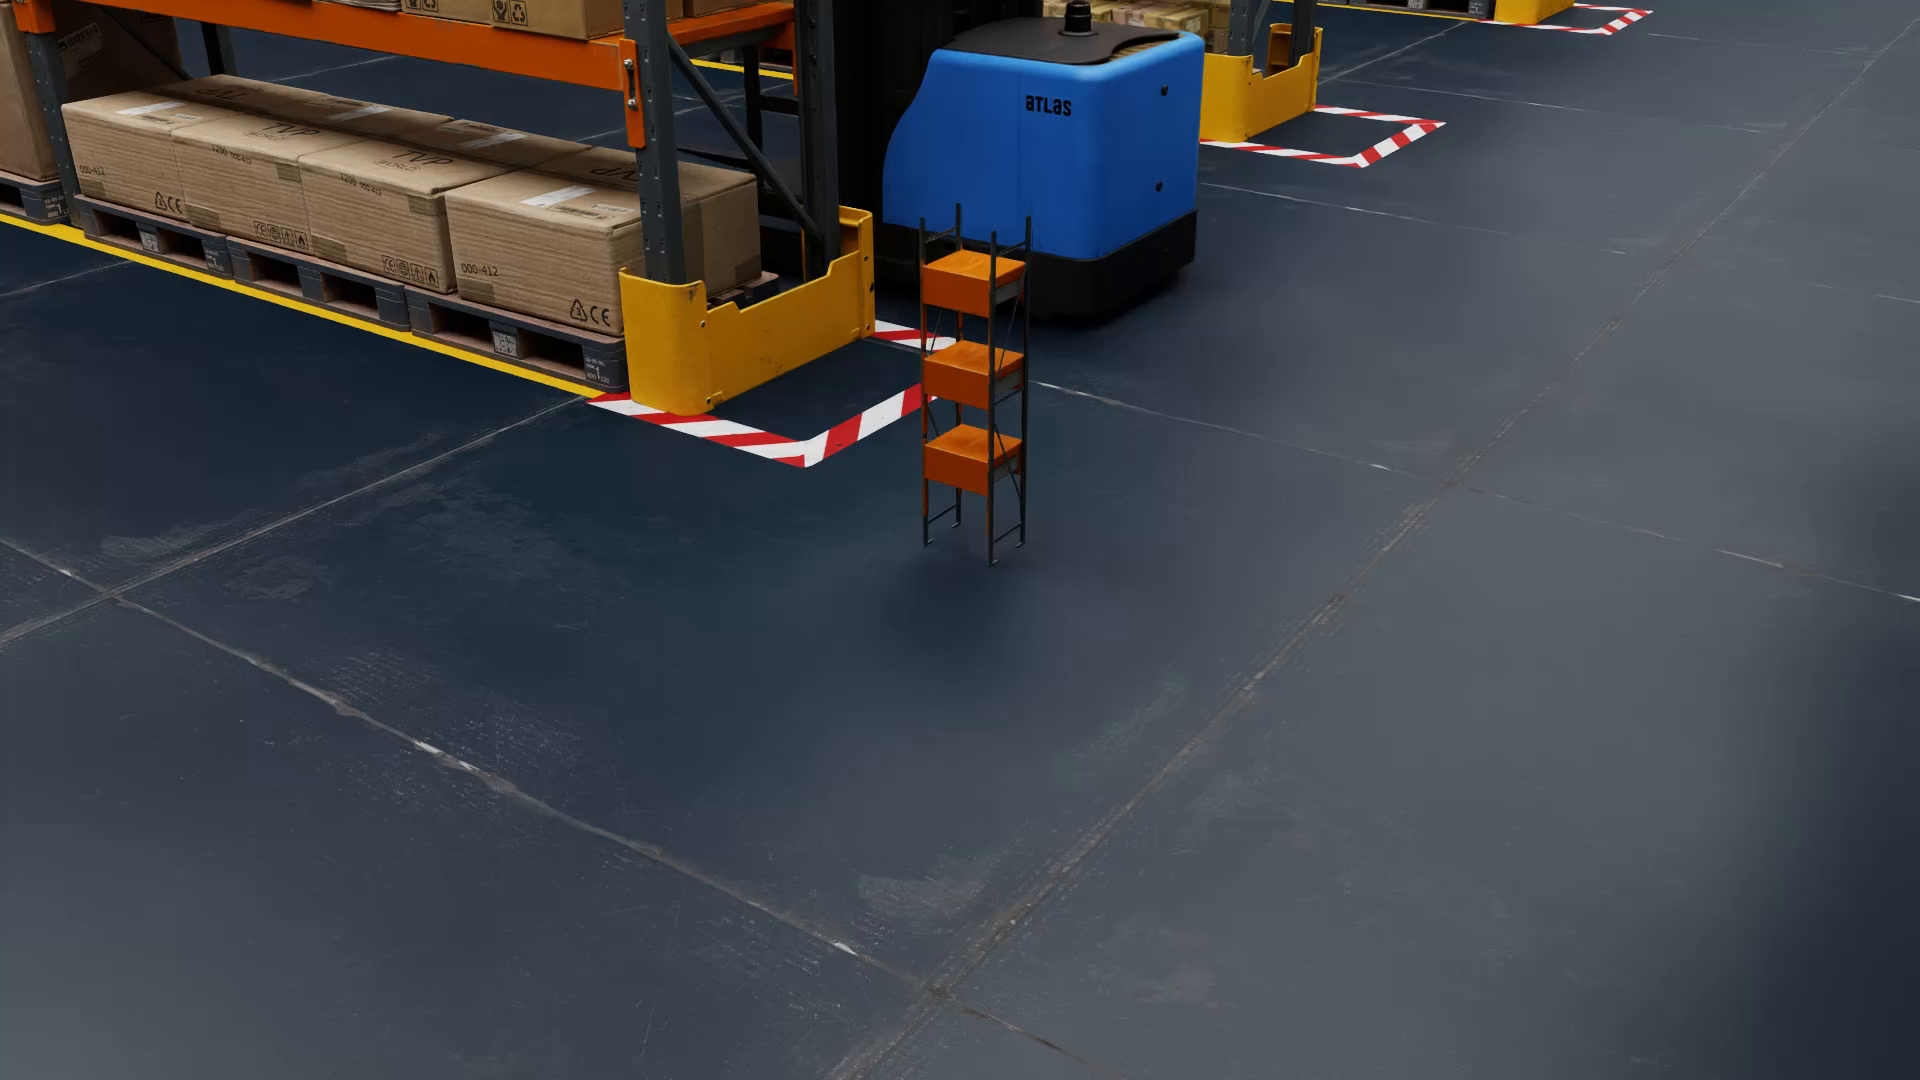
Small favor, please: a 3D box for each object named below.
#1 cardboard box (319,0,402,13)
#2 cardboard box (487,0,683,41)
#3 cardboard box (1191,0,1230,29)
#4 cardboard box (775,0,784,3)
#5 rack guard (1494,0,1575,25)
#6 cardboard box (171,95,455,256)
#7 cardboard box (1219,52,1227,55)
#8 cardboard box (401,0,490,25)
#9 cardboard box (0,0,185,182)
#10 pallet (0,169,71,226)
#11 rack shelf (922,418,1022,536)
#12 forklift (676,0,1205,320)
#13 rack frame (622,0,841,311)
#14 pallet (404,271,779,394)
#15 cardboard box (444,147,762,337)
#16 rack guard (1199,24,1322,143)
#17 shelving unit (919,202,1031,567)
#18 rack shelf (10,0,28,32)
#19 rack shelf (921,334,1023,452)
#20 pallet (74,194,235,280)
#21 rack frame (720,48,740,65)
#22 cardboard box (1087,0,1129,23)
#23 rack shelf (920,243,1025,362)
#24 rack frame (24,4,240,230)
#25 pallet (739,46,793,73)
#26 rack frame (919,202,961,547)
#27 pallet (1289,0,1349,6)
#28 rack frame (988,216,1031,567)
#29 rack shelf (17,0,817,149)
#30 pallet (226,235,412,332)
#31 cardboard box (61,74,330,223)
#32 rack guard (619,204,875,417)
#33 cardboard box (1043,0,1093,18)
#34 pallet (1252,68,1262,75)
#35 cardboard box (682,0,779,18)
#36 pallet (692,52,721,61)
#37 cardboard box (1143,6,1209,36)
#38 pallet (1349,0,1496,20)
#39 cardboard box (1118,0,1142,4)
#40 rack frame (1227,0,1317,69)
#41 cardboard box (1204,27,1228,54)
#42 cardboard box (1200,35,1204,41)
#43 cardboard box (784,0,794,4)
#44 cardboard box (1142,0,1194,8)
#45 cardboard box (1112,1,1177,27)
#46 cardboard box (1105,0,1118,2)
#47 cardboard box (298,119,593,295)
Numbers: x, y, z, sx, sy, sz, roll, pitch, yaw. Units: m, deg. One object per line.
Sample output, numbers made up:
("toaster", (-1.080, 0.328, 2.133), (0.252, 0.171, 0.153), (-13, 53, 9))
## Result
("cardboard box", (-2.203, -2.383, 6.515), (0.500, 0.500, 0.500), (18, 32, 32))
("cardboard box", (-1.368, -2.120, 5.998), (0.500, 0.500, 0.500), (18, 32, 31))
("cardboard box", (1.659, -3.370, 10.589), (0.250, 0.149, 0.380), (16, 31, 28))
("cardboard box", (-1.281, -3.790, 11.743), (0.250, 0.149, 0.380), (19, 33, 33))
("rack guard", (4.810, -4.635, 13.807), (0.348, 0.500, 1.175), (17, 32, 30))
("cardboard box", (-2.923, -1.692, 7.629), (0.875, 0.438, 0.875), (16, 31, 29))
("cardboard box", (1.648, -3.098, 10.710), (0.250, 0.149, 0.380), (18, 32, 31))
("cardboard box", (-1.773, -2.254, 6.262), (0.500, 0.500, 0.500), (17, 31, 29))
("cardboard box", (-4.674, -2.447, 8.631), (0.875, 0.875, 0.875), (18, 32, 32))
("pallet", (-4.797, -2.005, 8.956), (1.213, 0.211, 1.003), (17, 32, 30))
("rack shelf", (0.044, -0.197, 5.116), (0.240, 0.259, 0.215), (17, 32, 30))
("forklift", (-0.436, -2.732, 7.386), (3.031, 2.935, 1.130), (17, 31, 29))
("rack frame", (-0.821, -2.050, 5.972), (0.127, 3.000, 1.000), (17, 32, 30))
("pallet", (-1.524, -0.984, 6.950), (1.213, 0.211, 1.003), (17, 32, 30))
("cardboard box", (-1.421, -1.228, 6.717), (0.875, 0.438, 0.875), (16, 31, 29))
("rack guard", (1.836, -2.832, 10.264), (0.348, 0.500, 1.175), (17, 32, 30))
("shelving unit", (0.044, -0.454, 4.985), (0.252, 1.050, 0.215), (17, 32, 30))
("rack shelf", (-5.766, -3.270, 9.162), (4.000, 0.370, 1.077), (17, 32, 30))
("rack shelf", (0.044, -0.445, 4.990), (0.240, 0.259, 0.215), (17, 32, 30))
("pallet", (-3.535, -1.610, 8.181), (1.213, 0.211, 1.003), (17, 32, 30))
("rack frame", (-1.399, -4.954, 11.677), (0.127, 3.000, 1.000), (17, 32, 30))
("cardboard box", (0.859, -3.255, 10.363), (0.250, 0.149, 0.380), (17, 31, 29))
("rack shelf", (0.044, -0.698, 4.861), (0.240, 0.259, 0.215), (17, 32, 30))
("rack frame", (-4.118, -3.077, 7.990), (0.127, 3.000, 1.000), (17, 32, 30))
("pallet", (-0.825, -3.552, 11.997), (1.213, 0.211, 1.003), (17, 32, 30))
("rack frame", (-0.056, -0.485, 5.046), (0.008, 1.050, 0.200), (17, 32, 30))
("pallet", (3.085, -5.002, 14.846), (1.213, 0.211, 1.003), (17, 32, 30))
("rack frame", (0.145, -0.423, 4.923), (0.008, 1.050, 0.200), (17, 32, 30))
("rack shelf", (-2.469, -2.243, 7.144), (4.000, 0.370, 1.077), (17, 32, 30))
("pallet", (-2.526, -1.297, 7.566), (1.213, 0.211, 1.003), (17, 32, 30))
("cardboard box", (-3.661, -1.921, 8.080), (0.875, 0.438, 0.875), (17, 31, 30))
("rack guard", (-0.801, -0.930, 6.526), (0.348, 0.500, 1.175), (17, 32, 30))
("cardboard box", (0.681, -3.345, 10.540), (0.250, 0.149, 0.380), (16, 31, 28))
("pallet", (1.186, -2.925, 10.766), (1.213, 0.211, 1.003), (17, 32, 30))
("cardboard box", (-1.054, -2.325, 6.402), (0.500, 0.500, 0.500), (17, 32, 30))
("pallet", (-2.041, -3.911, 12.702), (1.213, 0.211, 1.003), (17, 32, 30))
("cardboard box", (1.319, -3.150, 10.156), (0.250, 0.149, 0.380), (18, 32, 31))
("pallet", (4.087, -4.689, 14.230), (1.213, 0.211, 1.003), (17, 32, 30))
("cardboard box", (1.229, -3.509, 10.861), (0.250, 0.149, 0.380), (17, 32, 30))
("rack frame", (1.899, -3.927, 9.659), (0.127, 3.000, 1.000), (17, 32, 30))
("cardboard box", (1.612, -3.207, 10.596), (0.250, 0.149, 0.380), (19, 32, 32))
("cardboard box", (1.302, -3.005, 10.200), (0.250, 0.149, 0.380), (16, 31, 29))
("cardboard box", (-1.022, -3.759, 11.682), (0.250, 0.149, 0.380), (18, 32, 31))
("cardboard box", (1.364, -3.396, 10.640), (0.250, 0.149, 0.380), (18, 32, 31))
("cardboard box", (1.144, -3.236, 10.325), (0.250, 0.149, 0.380), (18, 32, 31))
("cardboard box", (0.977, -3.541, 10.926), (0.250, 0.149, 0.380), (16, 31, 28))
("cardboard box", (-2.180, -1.460, 7.173), (0.875, 0.438, 0.875), (18, 32, 32))
